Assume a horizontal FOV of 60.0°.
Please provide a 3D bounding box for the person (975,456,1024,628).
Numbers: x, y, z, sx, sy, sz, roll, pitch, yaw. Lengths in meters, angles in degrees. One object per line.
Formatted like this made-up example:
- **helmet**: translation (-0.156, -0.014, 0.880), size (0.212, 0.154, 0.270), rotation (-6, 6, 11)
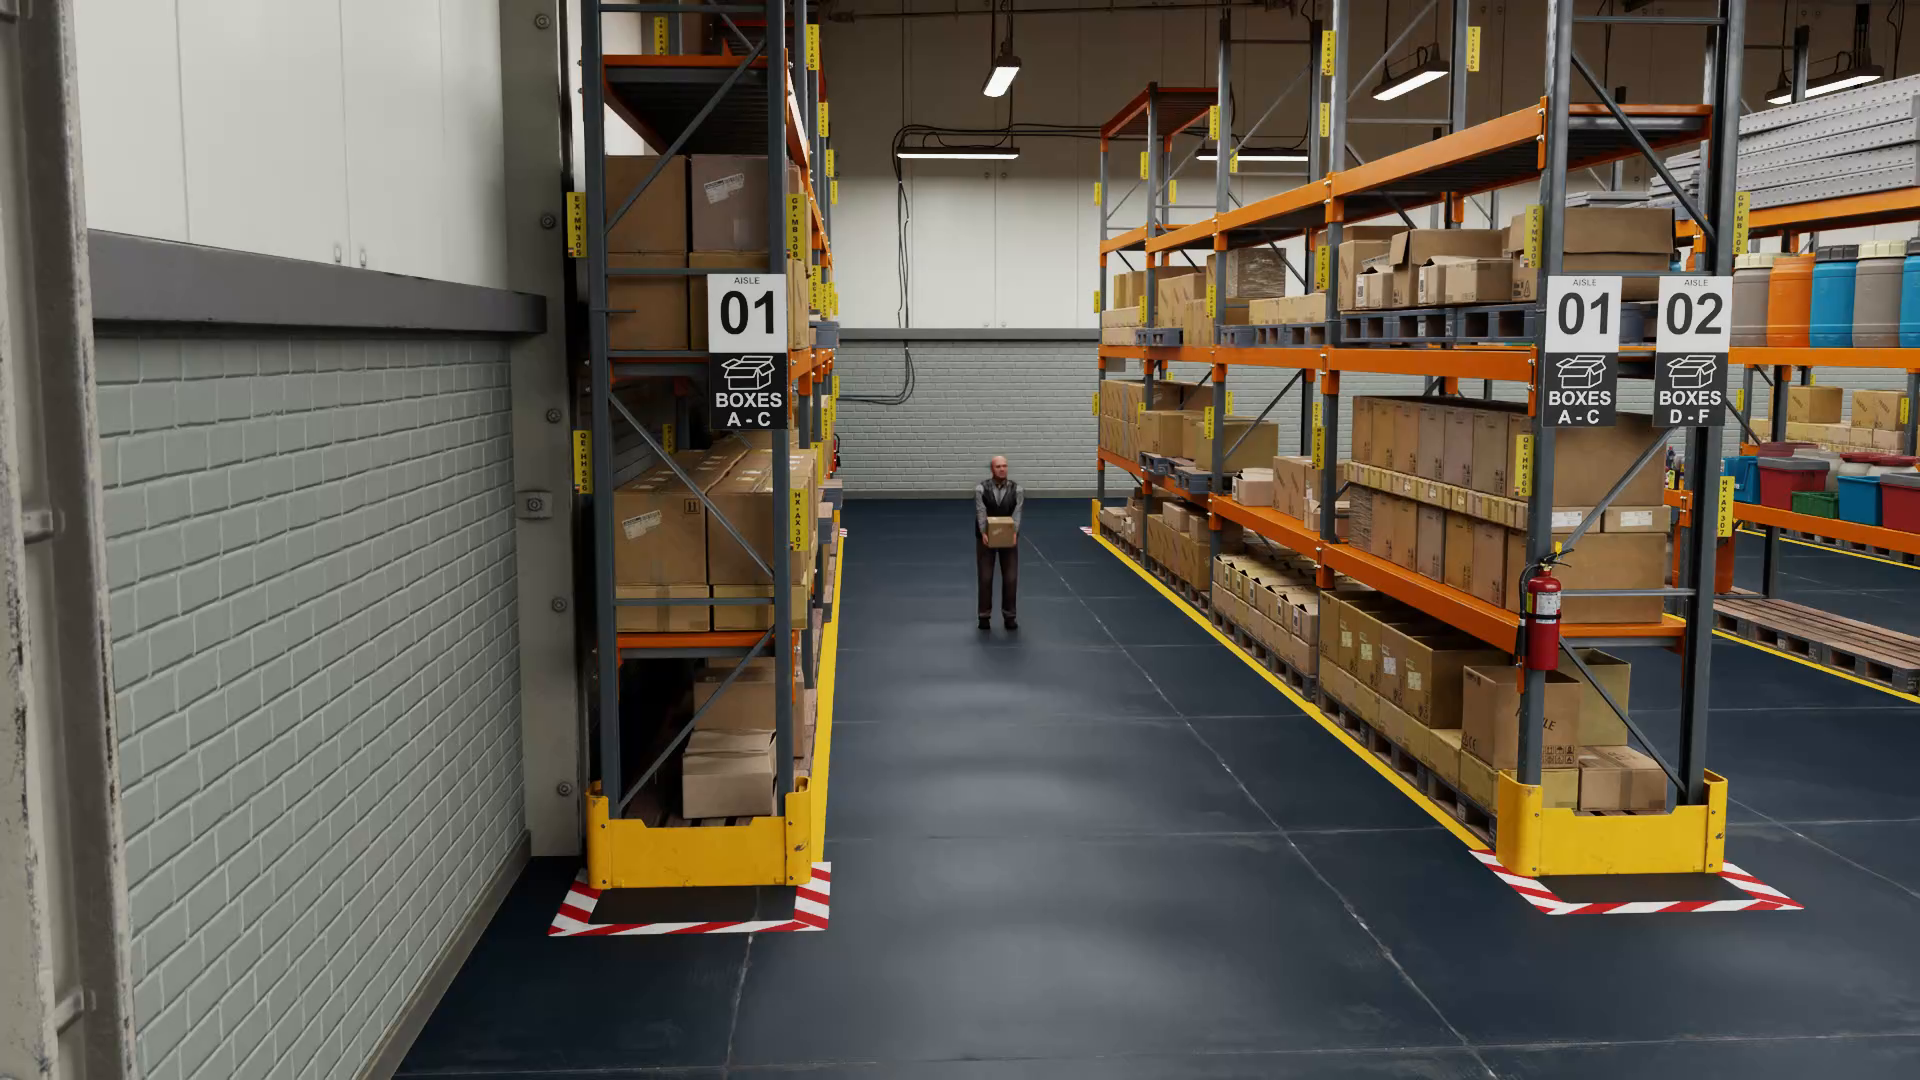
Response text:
- **person**: translation (0.397, 0.031, 16.613), size (0.495, 1.721, 0.560), rotation (-1, 7, -4)
